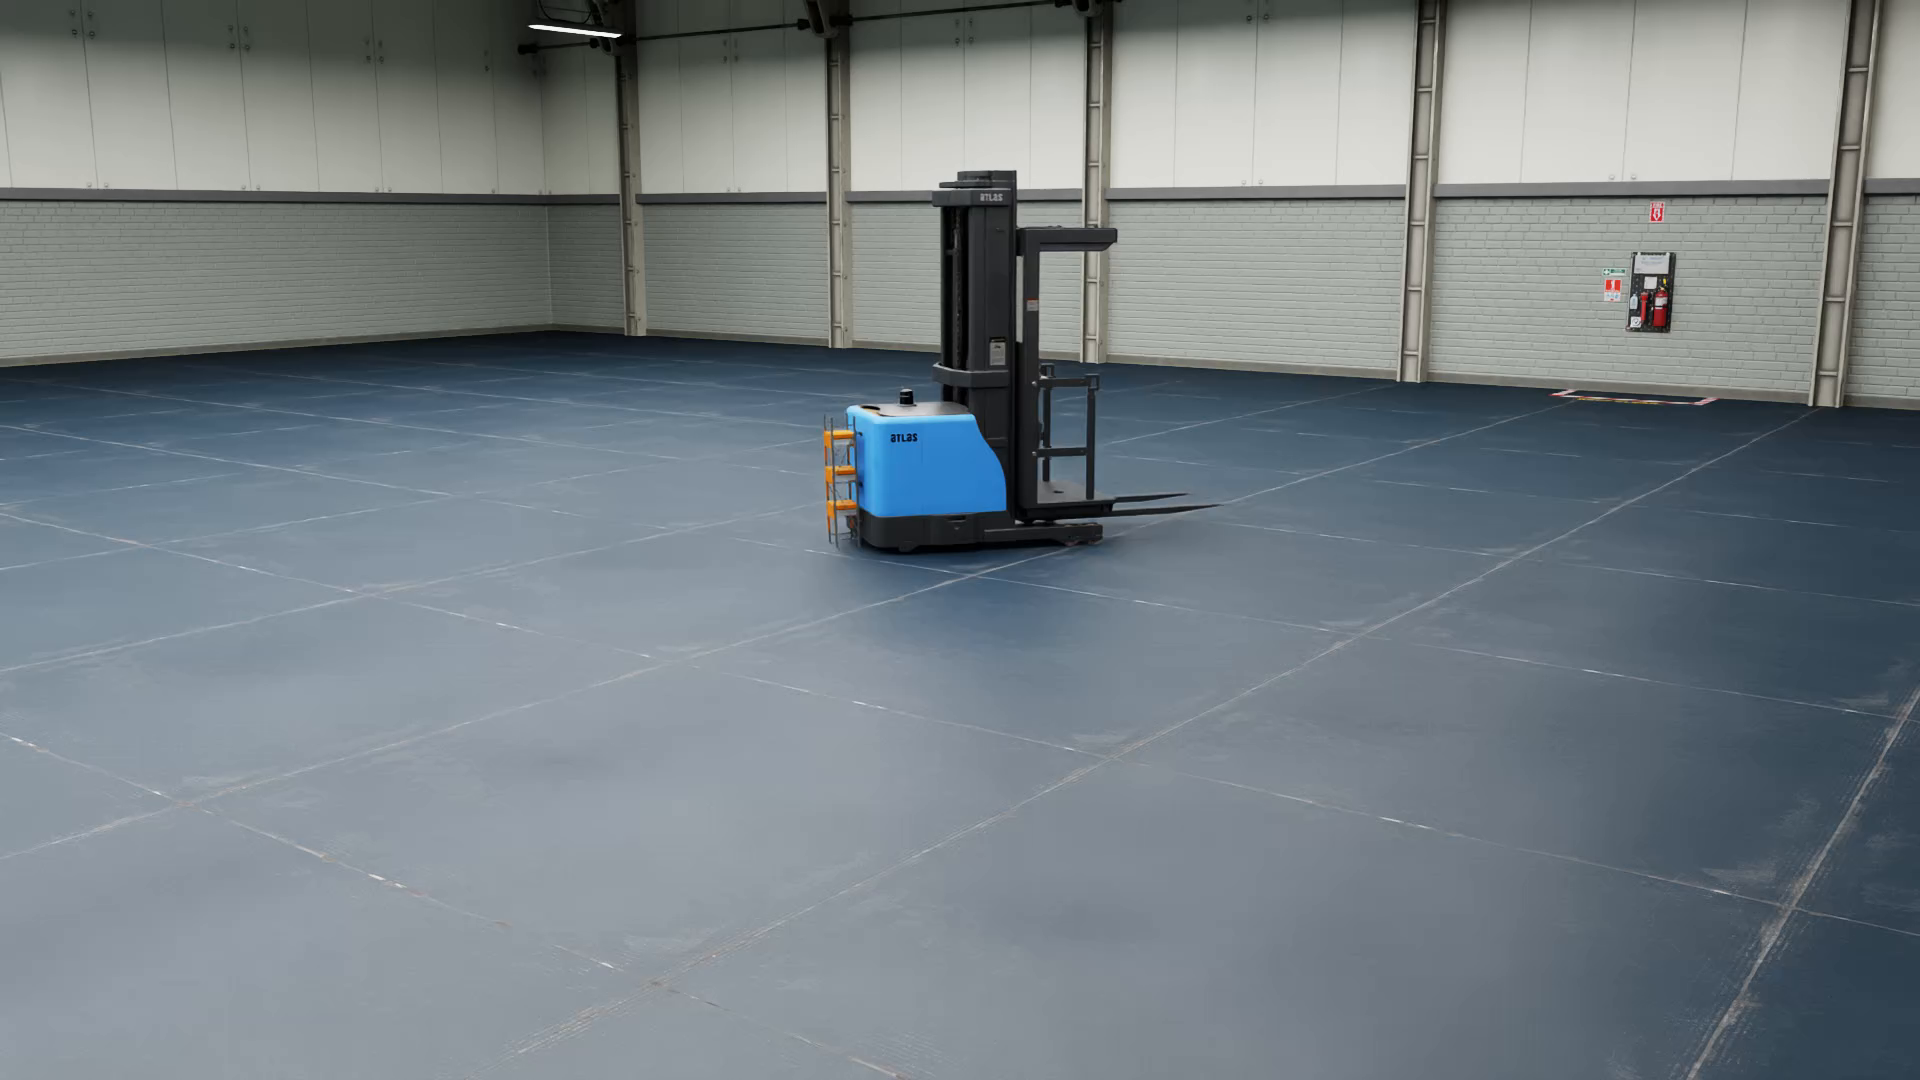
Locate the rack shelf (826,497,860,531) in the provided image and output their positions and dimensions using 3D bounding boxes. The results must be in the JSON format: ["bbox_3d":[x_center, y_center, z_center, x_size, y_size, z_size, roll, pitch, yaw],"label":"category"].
[{"bbox_3d":[-0.929,-0.188,13.240,0.215,0.259,0.240,-5,12,-17],"label":"rack shelf"}]

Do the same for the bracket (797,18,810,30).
[{"bbox_3d":[-2.956,-10.080,32.464,0.430,0.232,0.235,8,13,36],"label":"bracket"}]

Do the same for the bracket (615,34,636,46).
[{"bbox_3d":[-7.123,-10.661,35.468,0.430,0.232,0.235,8,13,36],"label":"bracket"}]

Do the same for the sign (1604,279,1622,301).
[{"bbox_3d":[9.743,-3.730,24.821,0.234,0.329,0.001,8,13,36],"label":"sign"}]

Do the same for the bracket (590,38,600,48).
[{"bbox_3d":[-7.792,-10.754,35.951,0.430,0.232,0.235,8,13,36],"label":"bracket"}]

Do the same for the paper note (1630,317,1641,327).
[{"bbox_3d":[10.026,-3.233,24.662,0.142,0.148,0.016,8,13,36],"label":"paper note"}]

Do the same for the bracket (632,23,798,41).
[{"bbox_3d":[-5.046,-10.371,33.971,4.783,0.066,0.076,8,13,36],"label":"bracket"}]

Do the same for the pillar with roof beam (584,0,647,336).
[{"bbox_3d":[-9.796,-8.336,32.926,0.548,9.000,9.100,8,13,36],"label":"pillar with roof beam"}]

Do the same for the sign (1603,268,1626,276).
[{"bbox_3d":[9.741,-3.989,24.761,0.331,0.109,0.001,8,13,36],"label":"sign"}]

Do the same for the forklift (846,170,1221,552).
[{"bbox_3d":[0.637,-1.486,13.496,3.031,2.935,1.130,-4,11,-18],"label":"forklift"}]

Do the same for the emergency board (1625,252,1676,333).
[{"bbox_3d":[10.128,-3.635,24.421,0.643,1.169,0.194,8,13,36],"label":"emergency board"}]

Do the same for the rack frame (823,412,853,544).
[{"bbox_3d":[-0.974,-0.493,13.297,0.200,1.050,0.008,-5,12,-17],"label":"rack frame"}]

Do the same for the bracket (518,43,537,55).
[{"bbox_3d":[-9.702,-11.021,37.328,0.430,0.232,0.235,8,13,36],"label":"bracket"}]

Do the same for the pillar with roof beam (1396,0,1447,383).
[{"bbox_3d":[4.713,-6.312,22.465,0.400,9.000,9.100,8,13,36],"label":"pillar with roof beam"}]

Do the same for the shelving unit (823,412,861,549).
[{"bbox_3d":[-0.936,-0.471,13.183,0.215,1.050,0.252,-5,12,-17],"label":"shelving unit"}]

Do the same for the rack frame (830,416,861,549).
[{"bbox_3d":[-0.899,-0.449,13.069,0.200,1.050,0.008,-5,12,-17],"label":"rack frame"}]

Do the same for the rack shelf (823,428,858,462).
[{"bbox_3d":[-0.944,-0.739,13.129,0.215,0.259,0.240,-5,12,-17],"label":"rack shelf"}]

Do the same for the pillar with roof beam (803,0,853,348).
[{"bbox_3d":[-4.959,-7.661,29.439,0.548,9.000,9.100,8,13,36],"label":"pillar with roof beam"}]

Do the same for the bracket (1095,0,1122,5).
[{"bbox_3d":[2.549,-9.312,28.495,0.430,0.232,0.235,8,13,36],"label":"bracket"}]

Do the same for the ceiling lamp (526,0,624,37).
[{"bbox_3d":[-7.069,-10.667,29.607,0.800,3.185,2.000,8,13,36],"label":"ceiling lamp"}]

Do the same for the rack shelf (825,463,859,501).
[{"bbox_3d":[-0.936,-0.461,13.185,0.215,0.259,0.240,-5,12,-17],"label":"rack shelf"}]

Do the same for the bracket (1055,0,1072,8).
[{"bbox_3d":[1.880,-9.405,28.977,0.430,0.232,0.235,8,13,36],"label":"bracket"}]

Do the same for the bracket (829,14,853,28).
[{"bbox_3d":[-2.287,-9.986,31.981,0.430,0.232,0.235,8,13,36],"label":"bracket"}]

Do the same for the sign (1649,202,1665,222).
[{"bbox_3d":[10.180,-4.789,24.284,0.199,0.298,0.001,8,13,36],"label":"sign"}]

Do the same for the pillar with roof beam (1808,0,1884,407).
[{"bbox_3d":[9.549,-5.638,18.978,0.400,9.000,9.100,8,13,36],"label":"pillar with roof beam"}]

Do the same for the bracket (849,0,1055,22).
[{"bbox_3d":[-0.210,-9.697,30.484,4.783,0.066,0.076,8,13,36],"label":"bracket"}]

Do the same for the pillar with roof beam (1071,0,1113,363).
[{"bbox_3d":[-0.123,-6.987,25.952,0.548,9.000,9.100,8,13,36],"label":"pillar with roof beam"}]

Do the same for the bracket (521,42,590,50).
[{"bbox_3d":[-9.226,-10.954,36.985,3.189,0.066,0.076,8,13,36],"label":"bracket"}]
